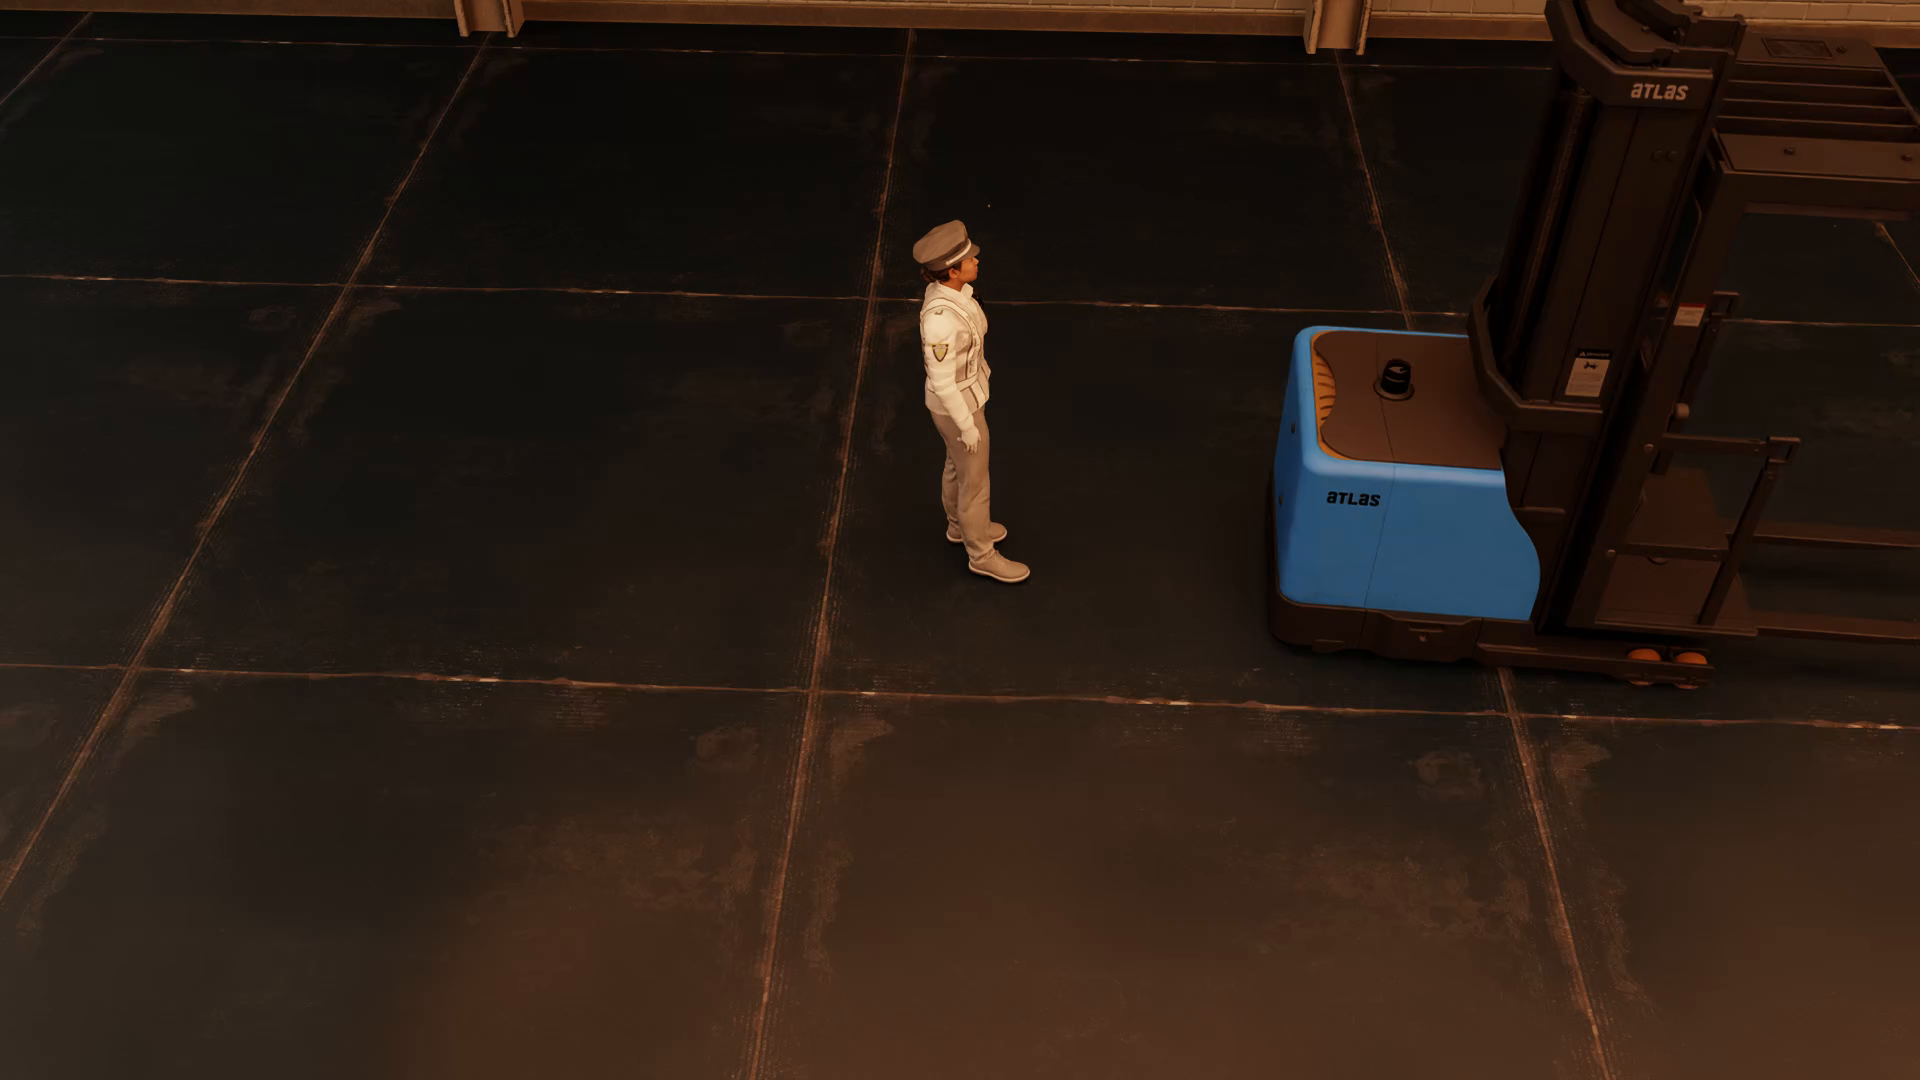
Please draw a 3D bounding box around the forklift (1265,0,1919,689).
[{"bbox_3d":[2.928,-0.817,6.637,3.031,2.935,1.130,4,43,5],"label":"forklift"}]

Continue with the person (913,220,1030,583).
[{"bbox_3d":[0.068,-0.625,7.333,0.531,1.695,0.587,2,42,2],"label":"person"}]
